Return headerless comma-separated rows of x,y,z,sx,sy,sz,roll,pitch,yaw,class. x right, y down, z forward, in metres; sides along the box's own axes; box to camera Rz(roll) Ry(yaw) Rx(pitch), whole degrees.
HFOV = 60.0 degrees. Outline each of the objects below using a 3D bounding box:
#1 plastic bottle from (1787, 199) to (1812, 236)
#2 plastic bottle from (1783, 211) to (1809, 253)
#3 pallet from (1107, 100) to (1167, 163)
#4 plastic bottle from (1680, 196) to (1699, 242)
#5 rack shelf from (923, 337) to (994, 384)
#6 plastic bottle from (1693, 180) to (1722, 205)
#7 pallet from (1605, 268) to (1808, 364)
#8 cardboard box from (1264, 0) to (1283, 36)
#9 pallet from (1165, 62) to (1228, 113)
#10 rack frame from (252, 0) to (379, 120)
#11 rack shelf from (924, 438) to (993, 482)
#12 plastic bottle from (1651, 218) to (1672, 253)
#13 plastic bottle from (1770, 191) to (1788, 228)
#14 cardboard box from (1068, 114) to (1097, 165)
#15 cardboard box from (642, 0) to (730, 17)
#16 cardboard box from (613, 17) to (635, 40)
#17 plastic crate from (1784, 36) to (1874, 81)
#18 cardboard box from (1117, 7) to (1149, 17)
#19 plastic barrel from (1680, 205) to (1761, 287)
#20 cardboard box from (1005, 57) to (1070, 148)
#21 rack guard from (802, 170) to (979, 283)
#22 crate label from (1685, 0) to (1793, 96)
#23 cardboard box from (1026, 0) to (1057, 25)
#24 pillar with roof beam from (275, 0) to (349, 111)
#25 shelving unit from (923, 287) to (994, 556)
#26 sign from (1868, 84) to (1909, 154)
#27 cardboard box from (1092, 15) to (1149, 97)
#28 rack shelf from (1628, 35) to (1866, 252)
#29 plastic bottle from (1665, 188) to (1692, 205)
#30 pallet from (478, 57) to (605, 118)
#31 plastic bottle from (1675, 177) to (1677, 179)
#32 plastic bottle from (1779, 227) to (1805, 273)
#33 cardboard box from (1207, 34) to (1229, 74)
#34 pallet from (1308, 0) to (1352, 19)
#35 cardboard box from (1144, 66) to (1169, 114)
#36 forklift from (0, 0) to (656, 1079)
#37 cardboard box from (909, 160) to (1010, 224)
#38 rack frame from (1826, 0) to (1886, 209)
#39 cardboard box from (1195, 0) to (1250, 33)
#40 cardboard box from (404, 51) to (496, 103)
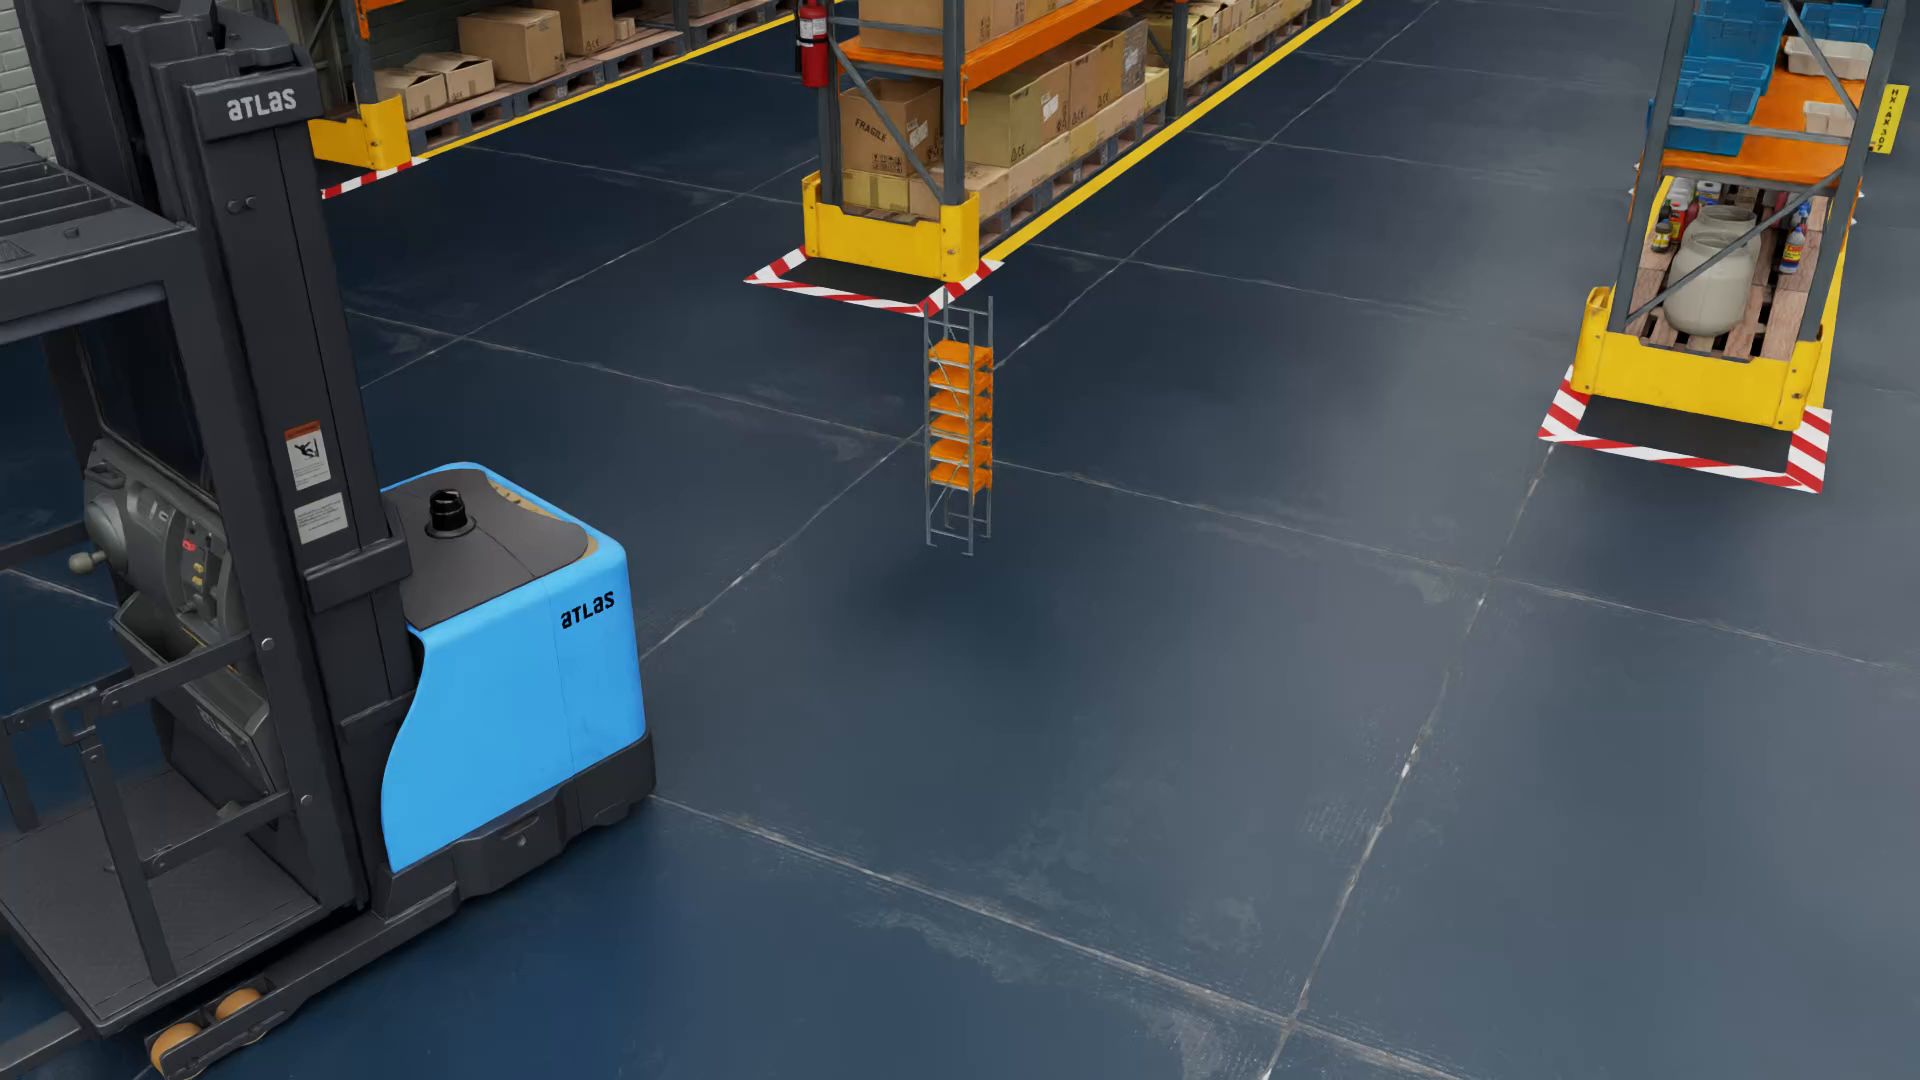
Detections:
5.362,-2.053,10.612,0.097,0.271,0.097,0,30,0,plastic bottle
5.224,-1.919,10.378,0.097,0.271,0.097,0,30,0,plastic bottle
0.980,-3.373,13.412,1.003,0.211,1.213,14,33,23,pallet
4.646,-2.035,10.567,0.061,0.283,0.133,14,33,23,plastic bottle
-0.007,-0.788,7.283,0.258,0.103,0.180,14,33,23,rack shelf
4.914,-2.251,10.951,0.152,0.276,0.135,14,33,23,plastic bottle
4.333,-1.221,9.664,1.003,0.211,1.213,14,33,23,pallet
2.716,-4.948,15.694,0.500,0.250,0.500,15,33,24,cardboard box
1.680,-4.051,14.593,1.003,0.211,1.213,14,33,23,pallet
-4.854,-4.274,12.181,1.000,3.000,0.127,14,33,23,rack frame
-0.007,-0.371,7.522,0.258,0.103,0.180,14,33,23,rack shelf
4.411,-1.918,10.445,0.097,0.201,0.097,0,30,0,plastic bottle
5.343,-2.186,10.831,0.061,0.283,0.133,14,33,23,plastic bottle
0.684,-2.994,12.290,0.500,0.250,0.500,14,33,23,cardboard box
-2.712,-5.484,16.356,0.700,0.500,0.500,15,33,25,cardboard box
-3.249,-4.765,15.440,0.380,0.166,0.250,10,31,17,cardboard box
5.273,-2.908,10.067,0.530,0.136,0.437,14,33,23,plastic crate
1.309,-4.403,14.181,0.500,0.311,0.500,14,33,23,cardboard box
4.425,-1.661,9.707,0.421,0.512,0.421,0,30,0,plastic barrel
0.442,-3.101,11.724,0.500,0.500,0.500,14,33,23,cardboard box
-0.454,-2.057,10.831,1.175,0.500,0.348,14,33,23,rack guard
4.563,-2.919,9.786,0.502,0.435,0.616,14,33,23,crate label
0.247,-3.852,11.345,0.700,0.500,0.500,15,33,24,cardboard box
-1.473,-6.406,9.868,9.100,9.000,0.400,14,33,23,pillar with roof beam
-0.007,-0.514,7.440,0.258,1.200,0.189,14,33,23,shelving unit
4.453,-2.020,7.977,0.100,0.325,0.005,14,33,23,sign
1.124,-3.766,12.882,0.500,0.500,0.500,14,33,23,cardboard box
4.876,-2.601,9.990,1.077,0.370,4.000,14,33,23,rack shelf
4.614,-2.117,10.718,0.152,0.276,0.135,13,32,22,plastic bottle
-3.861,-3.989,14.485,1.003,0.211,1.213,14,33,23,pallet
4.852,-2.402,11.206,0.061,0.283,0.133,16,33,25,plastic bottle
5.068,-1.767,10.113,0.097,0.271,0.097,0,30,0,plastic bottle
2.018,-4.264,14.502,0.500,0.250,0.500,15,33,24,cardboard box
3.575,-5.812,17.658,1.003,0.211,1.213,14,33,23,pallet
1.363,-3.660,13.450,0.500,0.250,0.500,14,33,23,cardboard box
-2.481,0.049,4.722,1.130,2.935,3.031,25,38,36,forklift
-0.001,-2.329,11.133,0.500,0.250,0.500,14,33,23,cardboard box
5.787,-3.800,11.355,1.000,3.000,0.127,14,33,23,rack frame
2.257,-4.735,14.760,0.500,0.311,0.500,13,32,22,cardboard box
-4.199,-3.838,13.679,0.500,0.311,0.500,17,34,27,cardboard box
